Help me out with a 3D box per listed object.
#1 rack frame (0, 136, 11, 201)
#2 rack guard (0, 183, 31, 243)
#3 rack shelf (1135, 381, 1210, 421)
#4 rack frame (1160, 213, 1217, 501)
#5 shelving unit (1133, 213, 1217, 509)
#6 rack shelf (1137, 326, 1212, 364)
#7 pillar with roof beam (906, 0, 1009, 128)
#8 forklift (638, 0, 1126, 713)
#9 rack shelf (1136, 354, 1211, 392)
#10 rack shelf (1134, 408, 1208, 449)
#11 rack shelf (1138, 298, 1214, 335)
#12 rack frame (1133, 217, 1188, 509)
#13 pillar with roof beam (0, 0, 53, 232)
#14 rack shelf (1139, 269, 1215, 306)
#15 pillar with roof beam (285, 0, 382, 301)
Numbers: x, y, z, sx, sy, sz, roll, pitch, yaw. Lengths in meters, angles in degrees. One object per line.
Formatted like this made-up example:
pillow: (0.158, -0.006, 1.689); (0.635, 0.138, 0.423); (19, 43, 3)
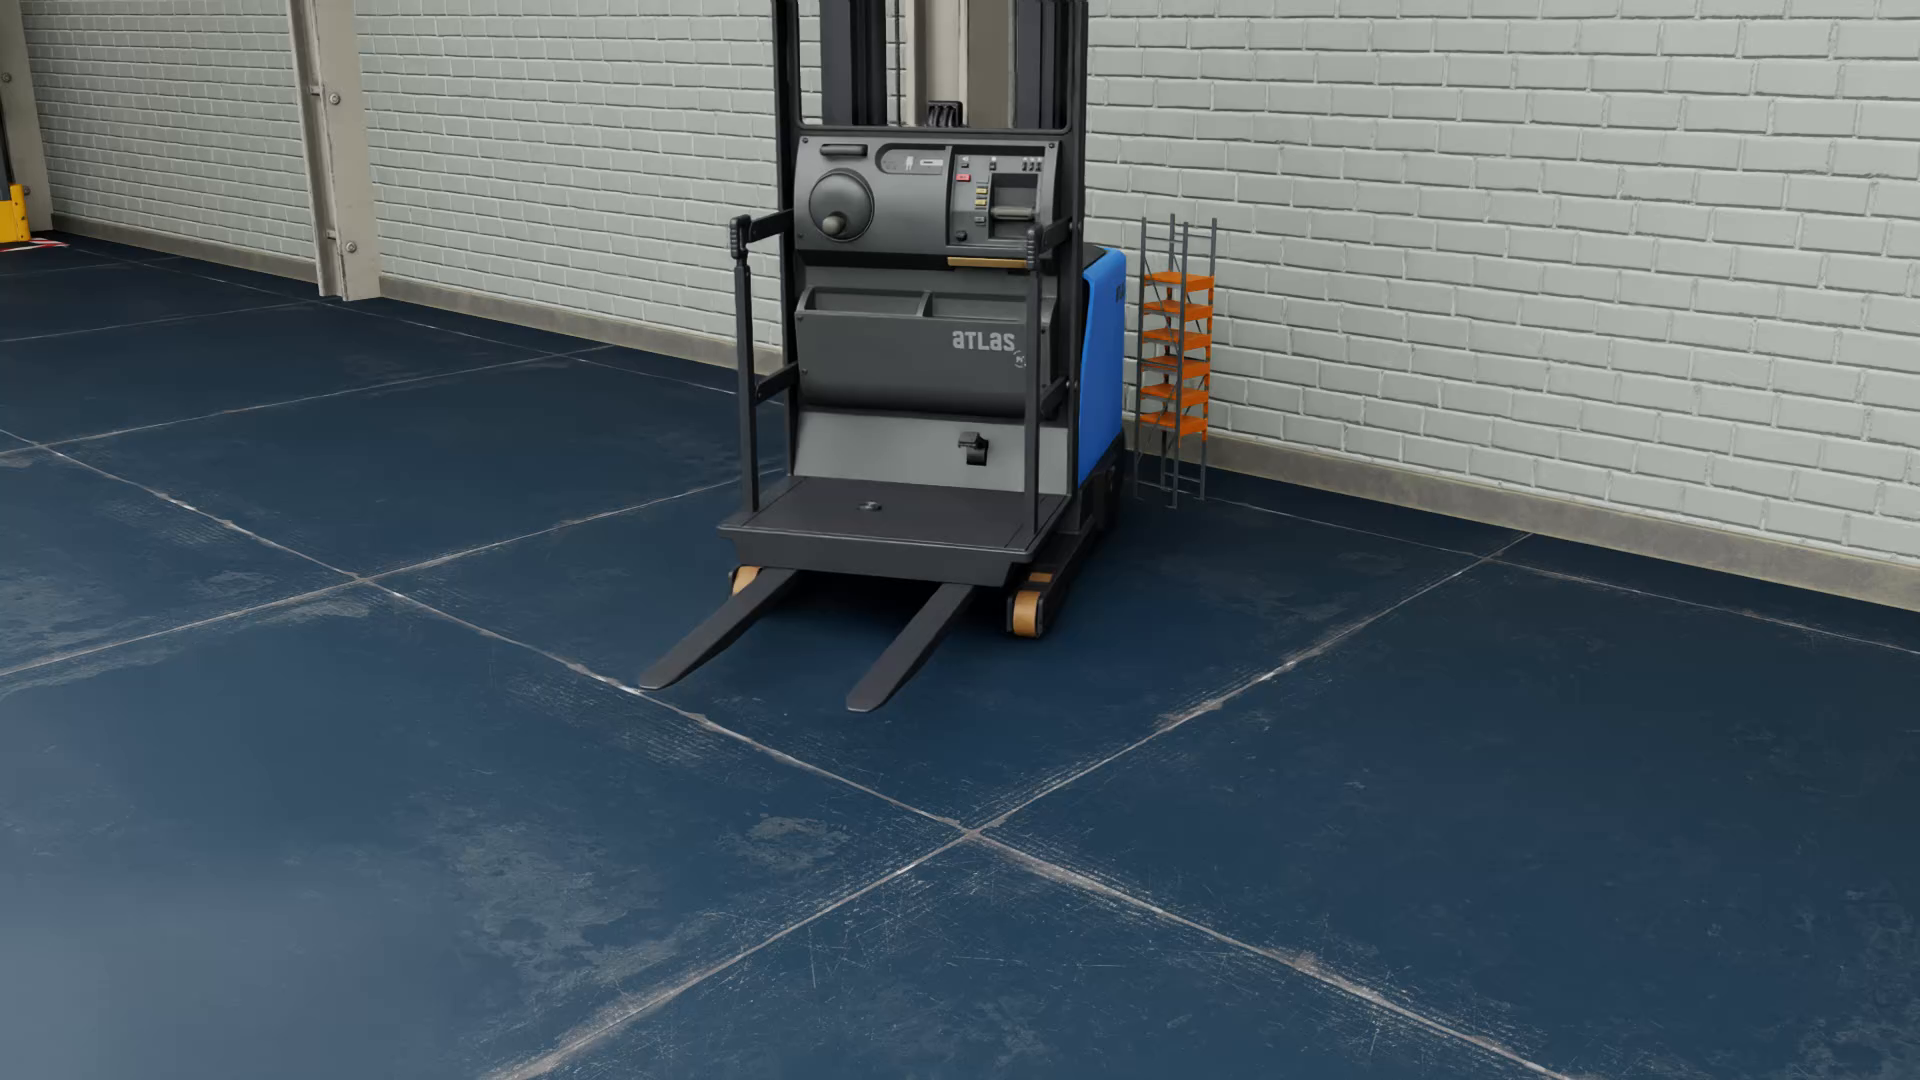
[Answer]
rack frame: (-9.065, -4.099, 14.568); (0.127, 3.000, 1.000); (15, 23, 39)
rack guard: (-9.047, -2.902, 14.931); (0.348, 0.500, 1.175); (15, 23, 39)
rack shelf: (0.897, -0.590, 7.030); (0.180, 0.103, 0.258); (-16, 24, -41)
rack frame: (0.963, -0.766, 7.041); (0.006, 1.200, 0.240); (-16, 24, -41)
shelving unit: (0.897, -0.747, 6.981); (0.189, 1.200, 0.258); (-16, 24, -41)
rack shelf: (0.897, -0.819, 6.958); (0.180, 0.103, 0.258); (-16, 24, -41)
pillar with roof beam: (-2.870, -3.918, 4.082); (0.400, 9.000, 9.100); (15, 23, 39)
forklift: (-0.175, -1.195, 5.533); (1.130, 2.935, 3.031); (5, 18, 14)
rack shelf: (0.897, -0.704, 6.994); (0.180, 0.103, 0.258); (-16, 24, -41)
rack shelf: (0.897, -0.475, 7.067); (0.180, 0.103, 0.258); (-16, 24, -41)
rack shelf: (0.897, -0.933, 6.921); (0.180, 0.103, 0.258); (-16, 24, -41)
rack frame: (0.830, -0.727, 6.920); (0.006, 1.200, 0.240); (-16, 24, -41)
pillar with roof beam: (-11.845, -6.328, 11.674); (0.400, 9.000, 9.100); (15, 23, 39)
rack shelf: (0.897, -1.047, 6.885); (0.180, 0.103, 0.258); (-16, 24, -41)
pillar with roof beam: (-7.358, -5.123, 7.878); (0.400, 9.000, 9.100); (15, 23, 39)
